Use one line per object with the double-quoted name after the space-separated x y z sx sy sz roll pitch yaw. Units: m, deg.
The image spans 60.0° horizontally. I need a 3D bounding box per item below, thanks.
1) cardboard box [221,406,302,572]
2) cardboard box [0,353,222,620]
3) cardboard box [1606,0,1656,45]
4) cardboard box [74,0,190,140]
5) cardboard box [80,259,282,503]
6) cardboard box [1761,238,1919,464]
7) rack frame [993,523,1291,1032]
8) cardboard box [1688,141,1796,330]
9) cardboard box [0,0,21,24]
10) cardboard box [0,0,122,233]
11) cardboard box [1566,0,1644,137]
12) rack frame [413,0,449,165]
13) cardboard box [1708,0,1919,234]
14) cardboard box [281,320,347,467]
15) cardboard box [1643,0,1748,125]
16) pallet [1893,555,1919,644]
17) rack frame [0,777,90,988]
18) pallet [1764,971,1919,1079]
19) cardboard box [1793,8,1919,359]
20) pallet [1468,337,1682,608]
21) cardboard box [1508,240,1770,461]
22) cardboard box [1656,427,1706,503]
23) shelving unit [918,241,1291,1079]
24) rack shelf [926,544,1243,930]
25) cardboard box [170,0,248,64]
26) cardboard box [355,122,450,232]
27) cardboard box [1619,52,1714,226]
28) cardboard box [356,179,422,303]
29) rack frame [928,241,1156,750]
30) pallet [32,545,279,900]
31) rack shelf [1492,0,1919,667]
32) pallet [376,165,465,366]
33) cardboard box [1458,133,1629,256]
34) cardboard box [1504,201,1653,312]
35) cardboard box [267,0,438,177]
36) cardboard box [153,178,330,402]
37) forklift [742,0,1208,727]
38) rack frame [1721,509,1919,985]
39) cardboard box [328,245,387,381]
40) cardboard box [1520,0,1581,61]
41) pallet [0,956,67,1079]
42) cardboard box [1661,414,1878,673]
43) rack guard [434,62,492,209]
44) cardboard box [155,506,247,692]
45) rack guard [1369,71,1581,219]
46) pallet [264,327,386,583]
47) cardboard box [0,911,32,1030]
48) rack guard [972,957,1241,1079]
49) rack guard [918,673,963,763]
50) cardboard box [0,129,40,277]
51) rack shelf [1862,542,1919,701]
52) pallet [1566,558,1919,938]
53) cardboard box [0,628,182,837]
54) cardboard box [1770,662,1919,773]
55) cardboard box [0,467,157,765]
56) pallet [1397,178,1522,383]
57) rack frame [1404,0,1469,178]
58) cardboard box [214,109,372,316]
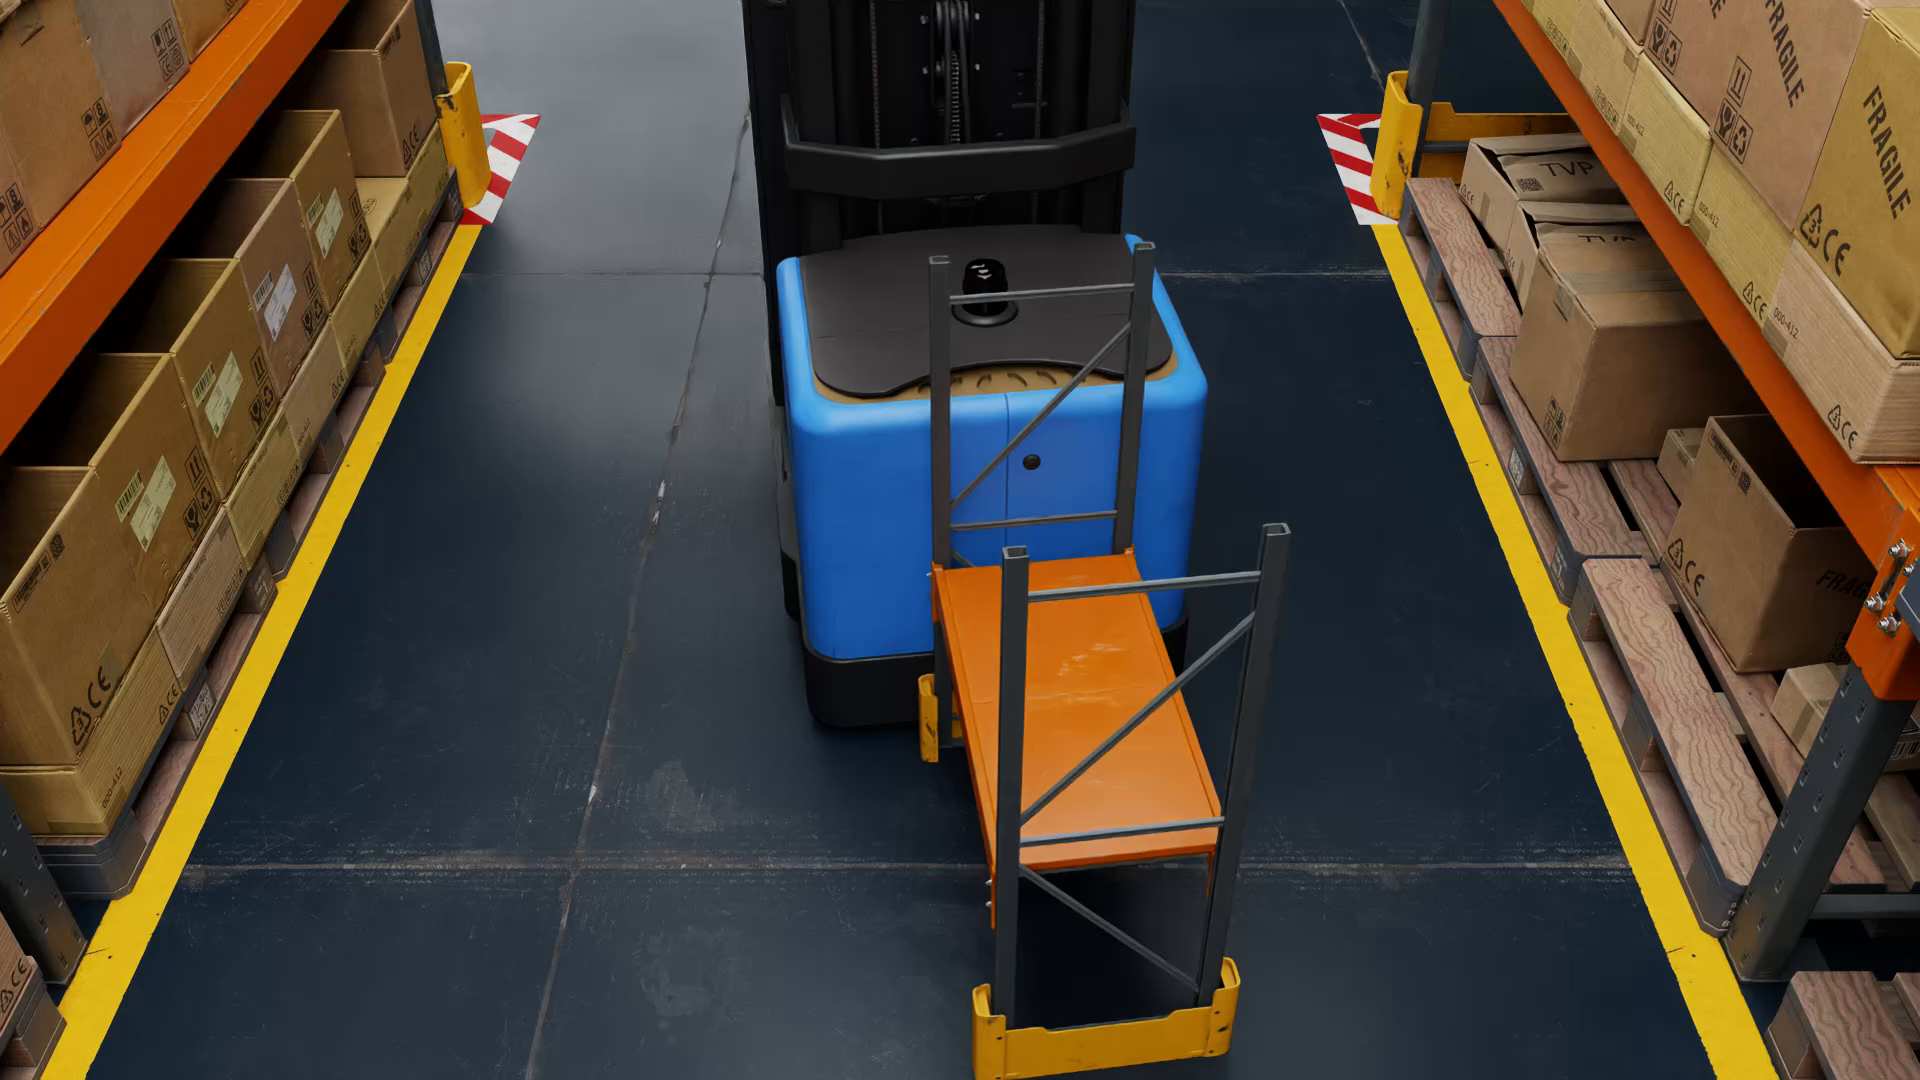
-2.296 -0.158 4.911 0.500 0.250 0.500 0 39 0 "cardboard box"
-2.304 -0.138 4.287 0.500 0.500 0.500 0 39 0 "cardboard box"
2.039 -1.647 4.411 0.500 0.500 0.500 1 39 1 "cardboard box"
-2.620 -1.432 4.558 0.700 0.500 0.500 1 39 1 "cardboard box"
-2.297 -0.450 4.677 0.500 0.500 0.500 0 39 0 "cardboard box"
2.042 -0.403 3.458 0.500 0.250 0.500 0 39 0 "cardboard box"
0.321 0.586 3.319 0.500 1.500 0.032 -5 39 -6 "rack frame"
2.050 -0.714 3.846 0.500 0.250 0.500 0 39 0 "cardboard box"
-2.417 -1.251 3.813 0.380 0.149 0.250 -1 39 -2 "cardboard box"
-2.619 -1.111 4.158 0.700 0.500 0.500 1 39 1 "cardboard box"
2.032 -1.343 4.631 0.500 0.250 0.500 0 39 0 "cardboard box"
-2.613 -2.653 6.162 1.000 3.000 0.127 0 39 0 "rack frame"
2.030 -1.007 3.612 0.500 0.500 0.500 0 39 0 "cardboard box"
-2.303 -0.470 5.301 0.500 0.250 0.500 0 39 0 "cardboard box"
2.040 -1.322 4.005 0.500 0.500 0.500 -1 39 -1 "cardboard box"
2.201 0.396 2.511 1.003 0.211 1.213 0 39 0 "pallet"
-2.608 -0.151 3.040 1.000 3.000 0.127 0 39 0 "rack frame"
2.348 1.418 3.312 1.003 0.211 1.213 0 39 0 "pallet"
2.036 -0.695 3.222 0.500 0.500 0.500 0 39 0 "cardboard box"
2.305 -0.254 5.398 1.003 0.211 1.213 0 39 0 "pallet"
2.203 -0.607 5.256 0.700 0.500 0.500 -2 39 -3 "cardboard box"
2.364 -0.217 5.050 0.380 0.149 0.250 -3 39 -4 "cardboard box"
0.252 0.277 3.705 0.587 1.500 1.083 -5 39 -6 "shelving unit"
0.251 0.411 3.825 0.538 0.185 1.000 -5 39 -6 "rack shelf"
-2.625 -1.761 4.969 0.700 0.500 0.500 0 39 0 "cardboard box"
-2.316 -1.409 6.472 0.500 0.250 0.500 0 39 0 "cardboard box"
2.034 -1.029 4.239 0.500 0.250 0.500 0 39 0 "cardboard box"
-2.304 -1.096 6.082 0.500 0.250 0.500 0 39 0 "cardboard box"
0.181 -0.044 4.105 0.500 1.500 0.032 -5 39 -6 "rack frame"
-2.567 0.439 4.533 1.003 0.211 1.213 0 39 0 "pallet"
2.343 -1.127 4.833 1.077 0.370 4.000 0 39 0 "rack shelf"
-2.570 -1.086 6.437 1.003 0.211 1.213 0 39 0 "pallet"
2.252 -1.348 6.332 0.500 0.311 0.500 -4 39 -5 "cardboard box"
2.253 -0.992 5.887 0.500 0.311 0.500 3 39 4 "cardboard box"
-2.314 -1.701 6.237 0.500 0.500 0.500 0 39 0 "cardboard box"
-2.299 -0.763 5.067 0.500 0.500 0.500 0 39 0 "cardboard box"
-0.091 -1.554 4.846 1.130 2.935 3.031 -5 39 -6 "forklift"
2.346 -0.157 3.048 1.000 3.000 0.127 0 39 0 "rack frame"
-2.302 -0.783 5.692 0.500 0.250 0.500 0 39 0 "cardboard box"
2.034 -1.659 5.026 0.500 0.250 0.500 -1 39 -1 "cardboard box"
-2.568 1.397 3.337 1.003 0.211 1.213 0 39 0 "pallet"
2.305 -0.003 4.502 0.500 0.500 0.500 -3 39 -3 "cardboard box"
-2.613 -1.692 6.962 1.175 0.500 0.348 0 39 0 "rack guard"
-2.301 0.155 4.521 0.500 0.250 0.500 0 39 0 "cardboard box"
2.341 -1.636 6.891 1.175 0.500 0.348 0 39 0 "rack guard"
-2.571 -0.325 5.487 1.003 0.211 1.213 0 39 0 "pallet"
-2.318 1.017 3.445 0.500 0.250 0.500 0 39 0 "cardboard box"
0.321 1.073 3.711 0.587 0.250 0.087 -5 39 -6 "rack guard"
0.184 0.456 4.481 0.587 0.250 0.087 -5 39 -6 "rack guard"
-2.622 -0.798 3.767 0.700 0.500 0.500 0 39 -1 "cardboard box"
2.348 1.374 1.712 1.077 0.370 4.000 0 39 0 "rack shelf"
2.310 0.511 4.444 1.003 0.211 1.213 0 39 0 "pallet"
-2.305 0.468 4.131 0.500 0.250 0.500 0 39 0 "cardboard box"
2.315 0.442 4.213 0.380 0.166 0.250 -5 39 -6 "cardboard box"
-2.295 0.175 3.896 0.500 0.500 0.500 0 39 0 "cardboard box"
2.307 -1.015 6.348 1.003 0.211 1.213 0 39 0 "pallet"
2.341 -2.659 6.169 1.000 3.000 0.127 0 39 0 "rack frame"
-2.299 -1.076 5.457 0.500 0.500 0.500 0 39 0 "cardboard box"
